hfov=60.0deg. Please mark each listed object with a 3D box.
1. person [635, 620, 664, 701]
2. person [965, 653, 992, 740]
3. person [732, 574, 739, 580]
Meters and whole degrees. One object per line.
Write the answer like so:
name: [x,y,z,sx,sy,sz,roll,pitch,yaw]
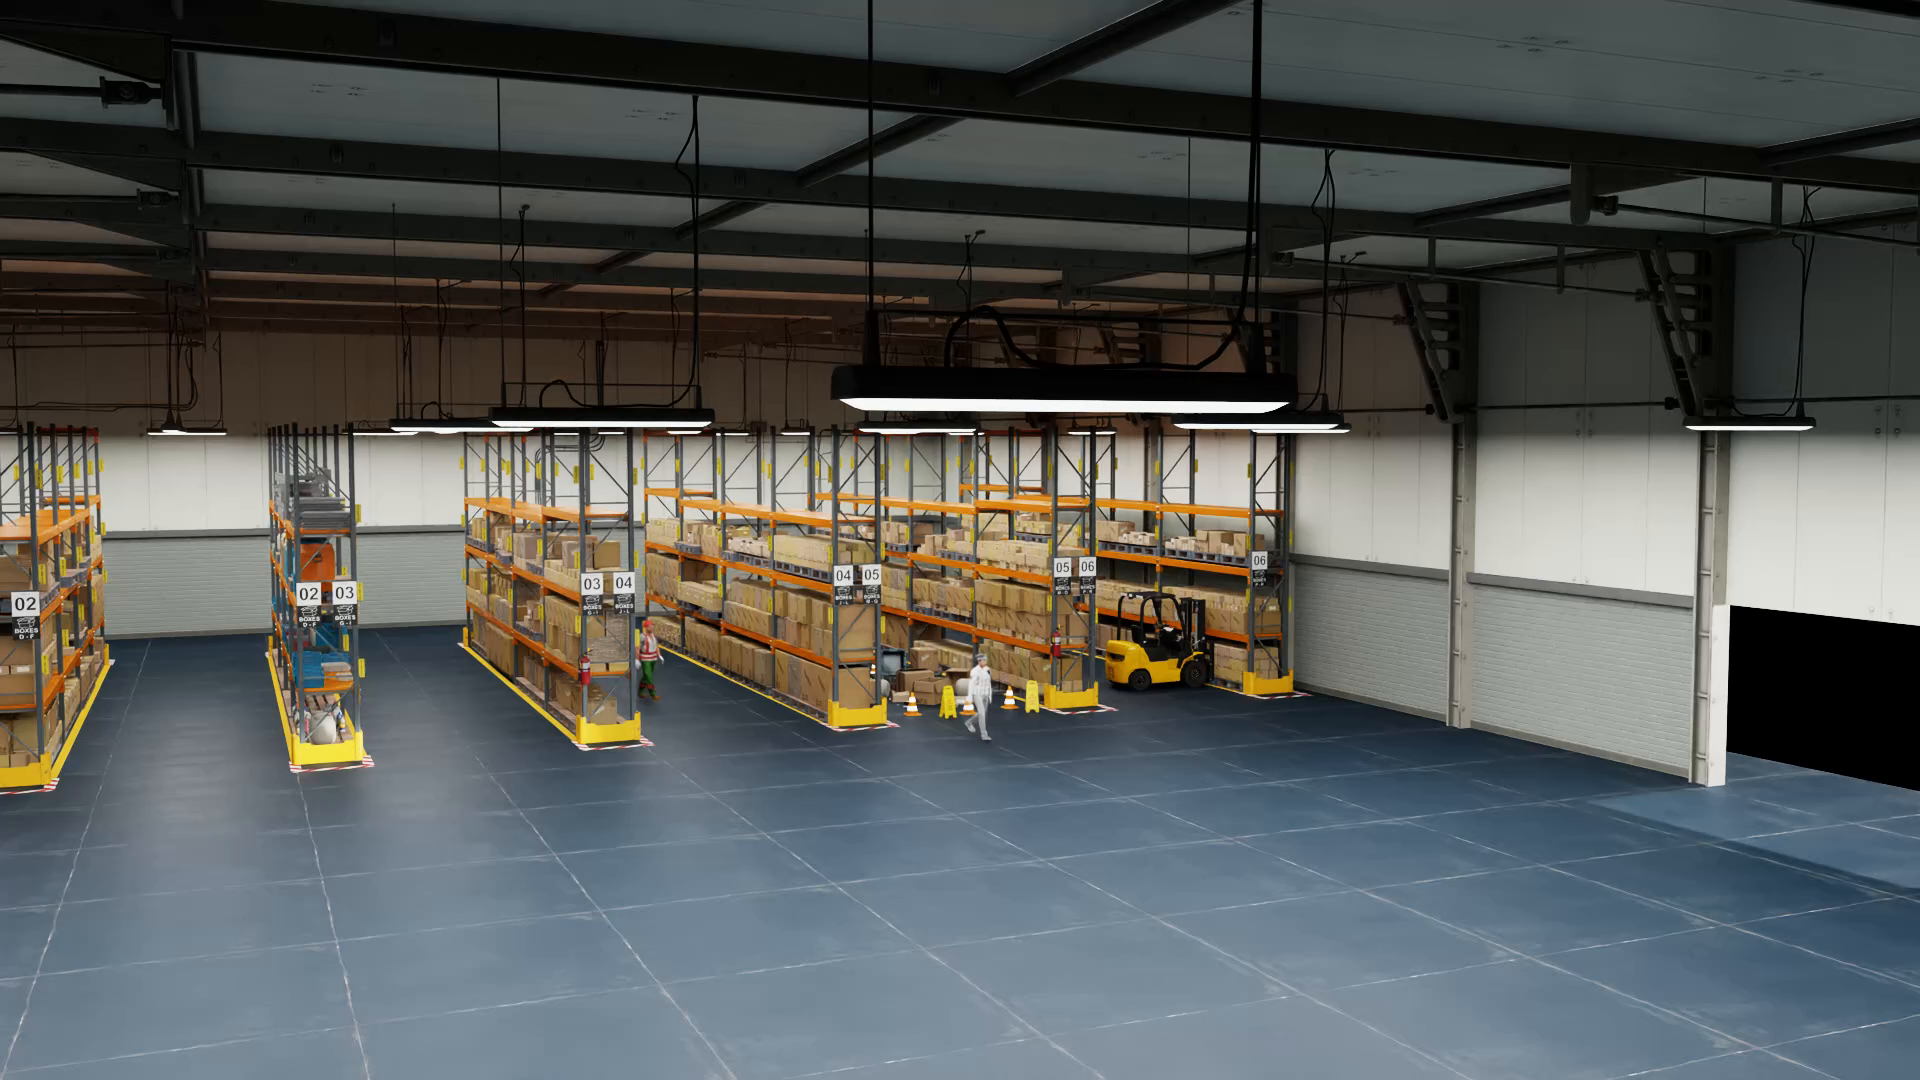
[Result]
person: [-6.726,2.615,36.157,1.040,1.729,0.587,3,4,36]
person: [0.381,2.959,31.753,0.516,1.633,0.908,-3,5,-43]
person: [-6.512,1.878,48.693,0.905,1.749,0.609,0,3,4]
